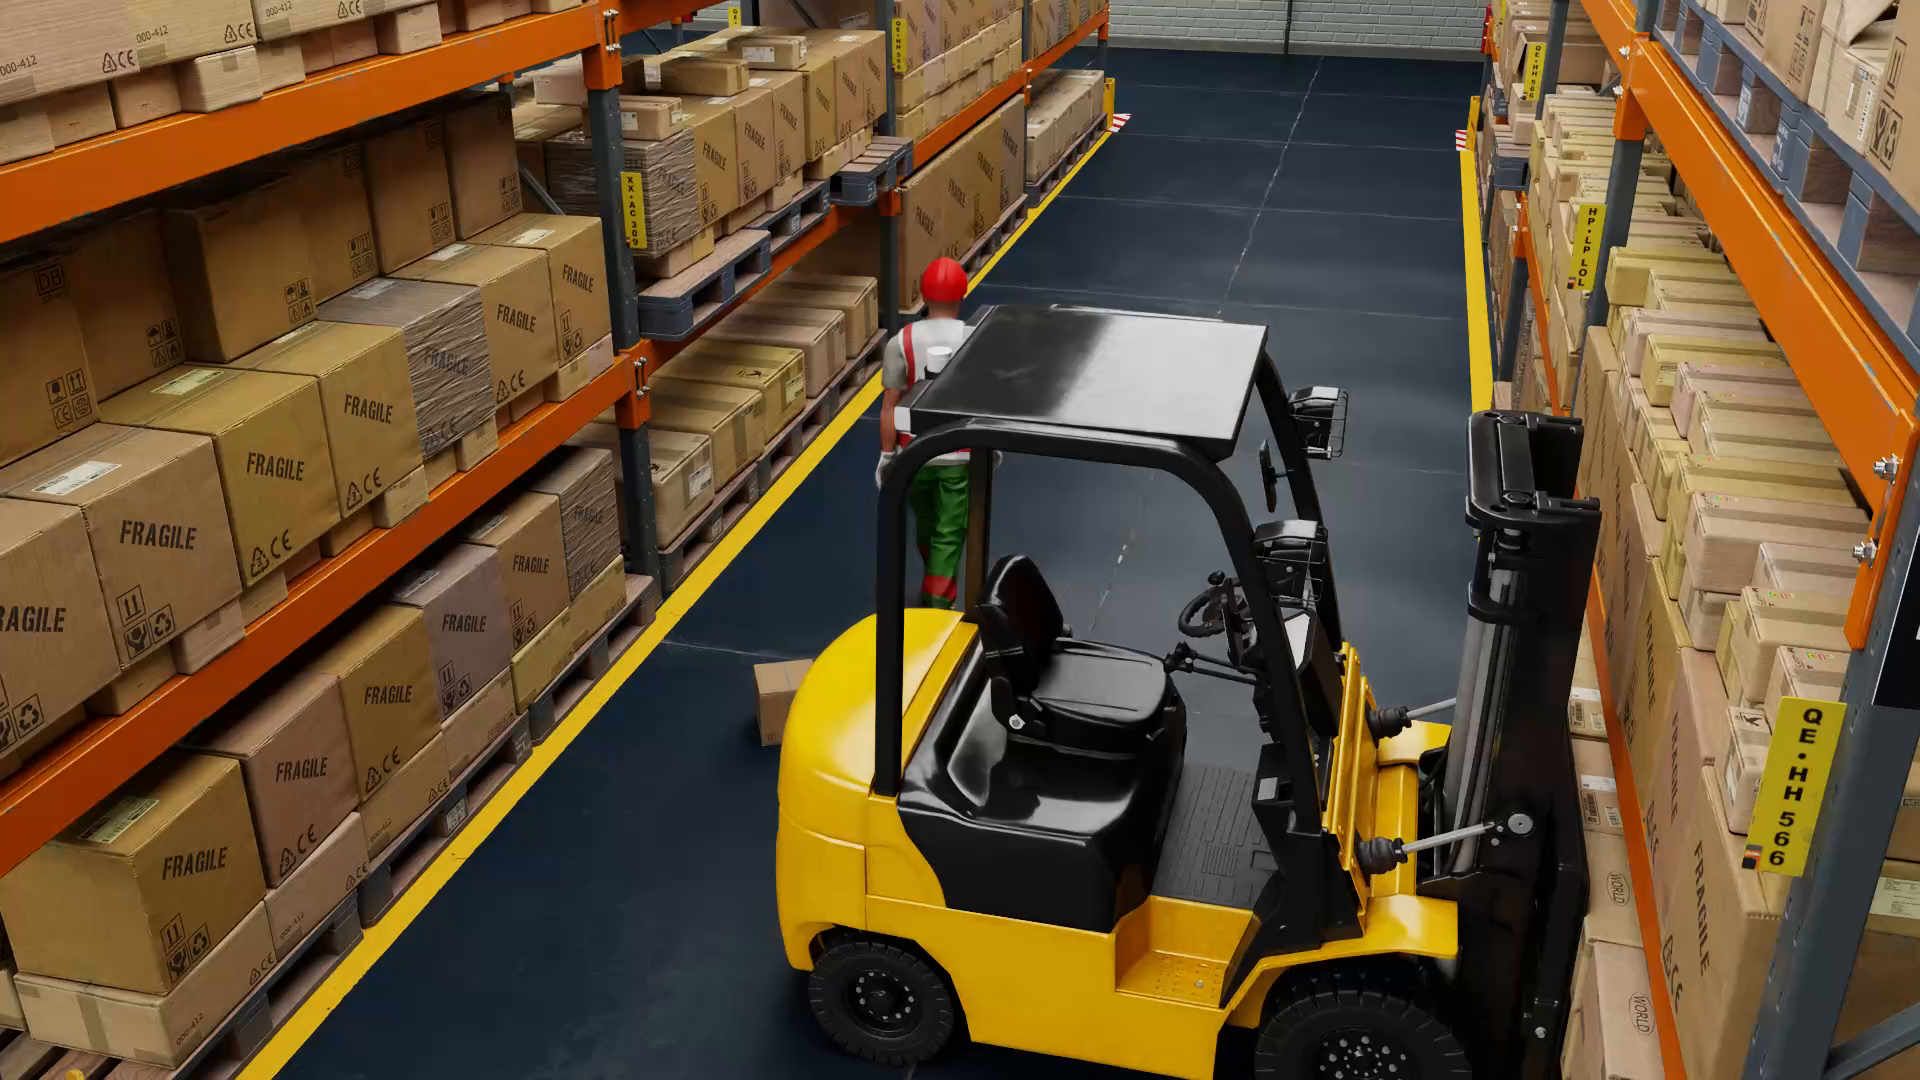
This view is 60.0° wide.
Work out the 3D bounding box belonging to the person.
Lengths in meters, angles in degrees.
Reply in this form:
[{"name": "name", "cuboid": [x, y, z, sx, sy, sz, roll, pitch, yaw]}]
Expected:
[{"name": "person", "cuboid": [-0.072, -0.424, 7.501, 0.547, 1.730, 1.084, 5, 25, 10]}]
